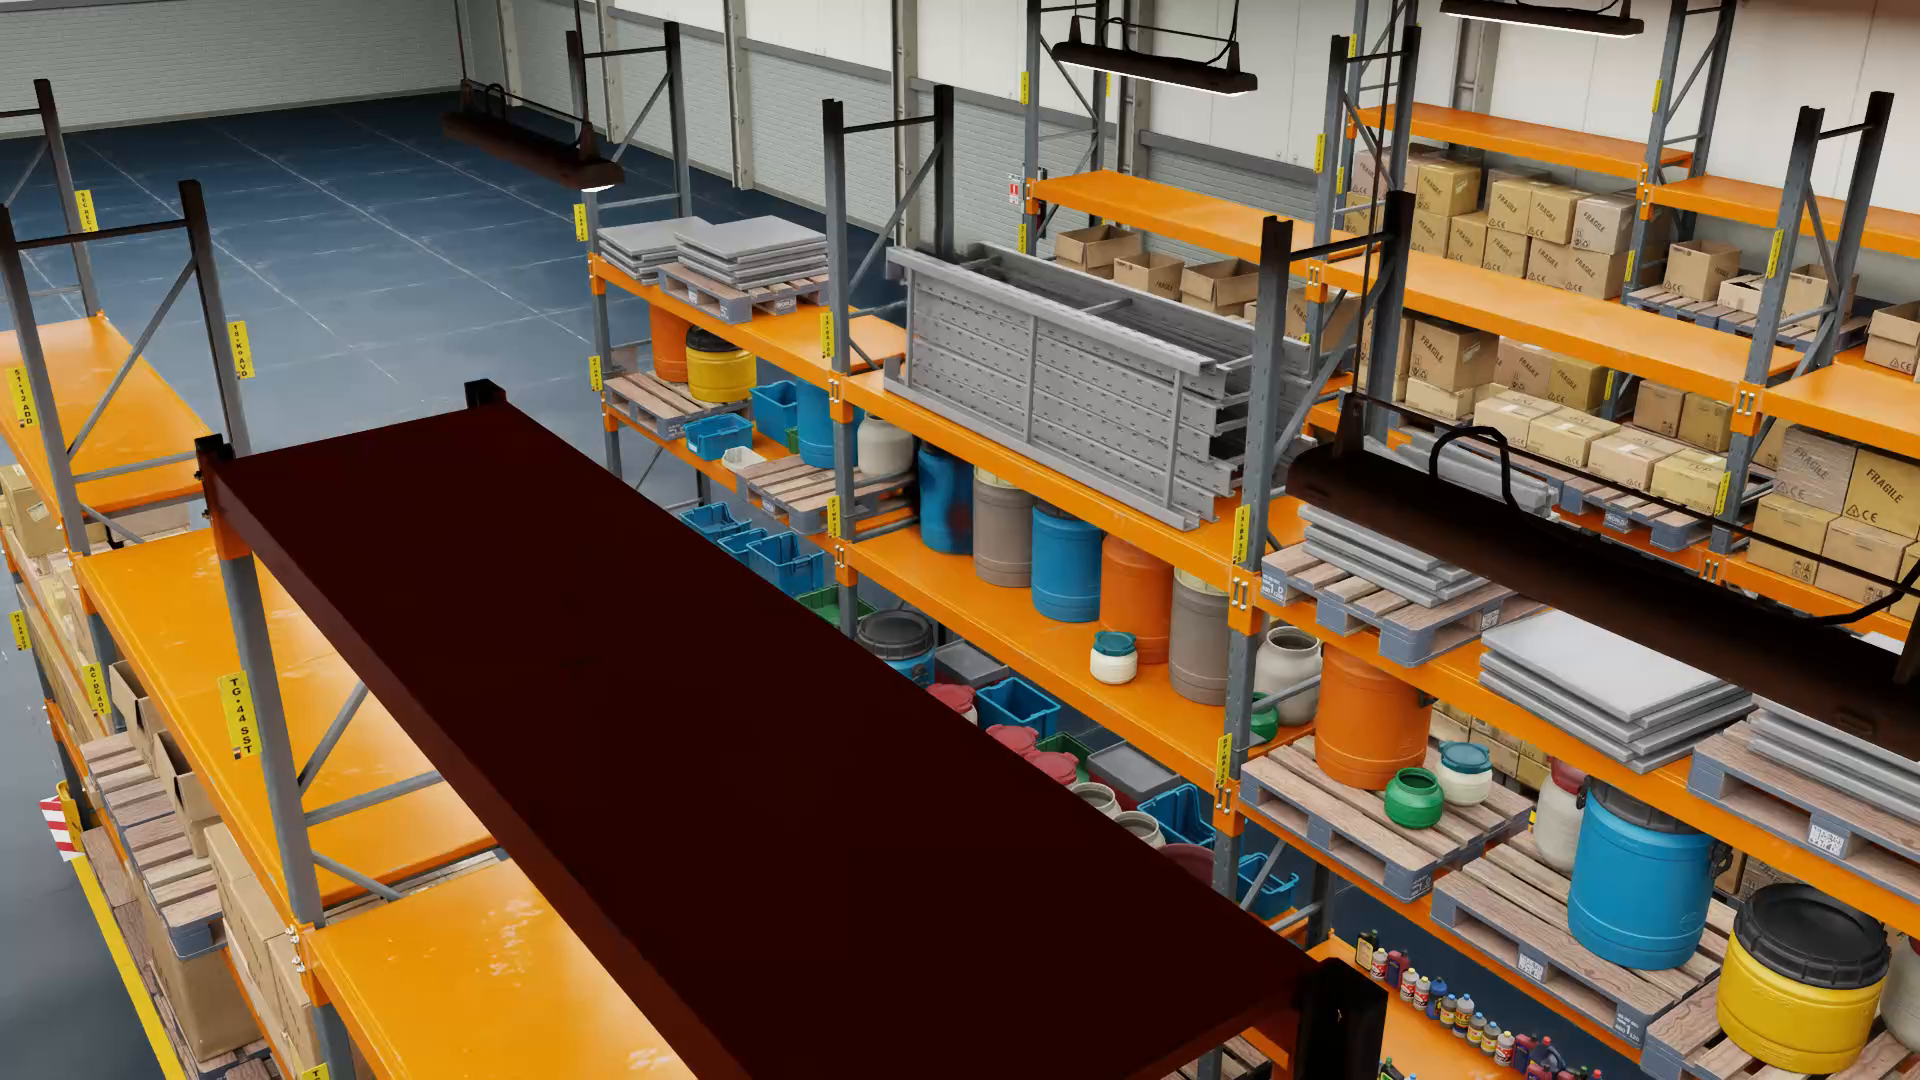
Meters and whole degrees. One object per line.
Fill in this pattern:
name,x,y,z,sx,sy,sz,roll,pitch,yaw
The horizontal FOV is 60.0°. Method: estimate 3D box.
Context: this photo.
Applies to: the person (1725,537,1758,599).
person,7.303,0.678,15.548,0.747,1.664,0.650,17,30,32
